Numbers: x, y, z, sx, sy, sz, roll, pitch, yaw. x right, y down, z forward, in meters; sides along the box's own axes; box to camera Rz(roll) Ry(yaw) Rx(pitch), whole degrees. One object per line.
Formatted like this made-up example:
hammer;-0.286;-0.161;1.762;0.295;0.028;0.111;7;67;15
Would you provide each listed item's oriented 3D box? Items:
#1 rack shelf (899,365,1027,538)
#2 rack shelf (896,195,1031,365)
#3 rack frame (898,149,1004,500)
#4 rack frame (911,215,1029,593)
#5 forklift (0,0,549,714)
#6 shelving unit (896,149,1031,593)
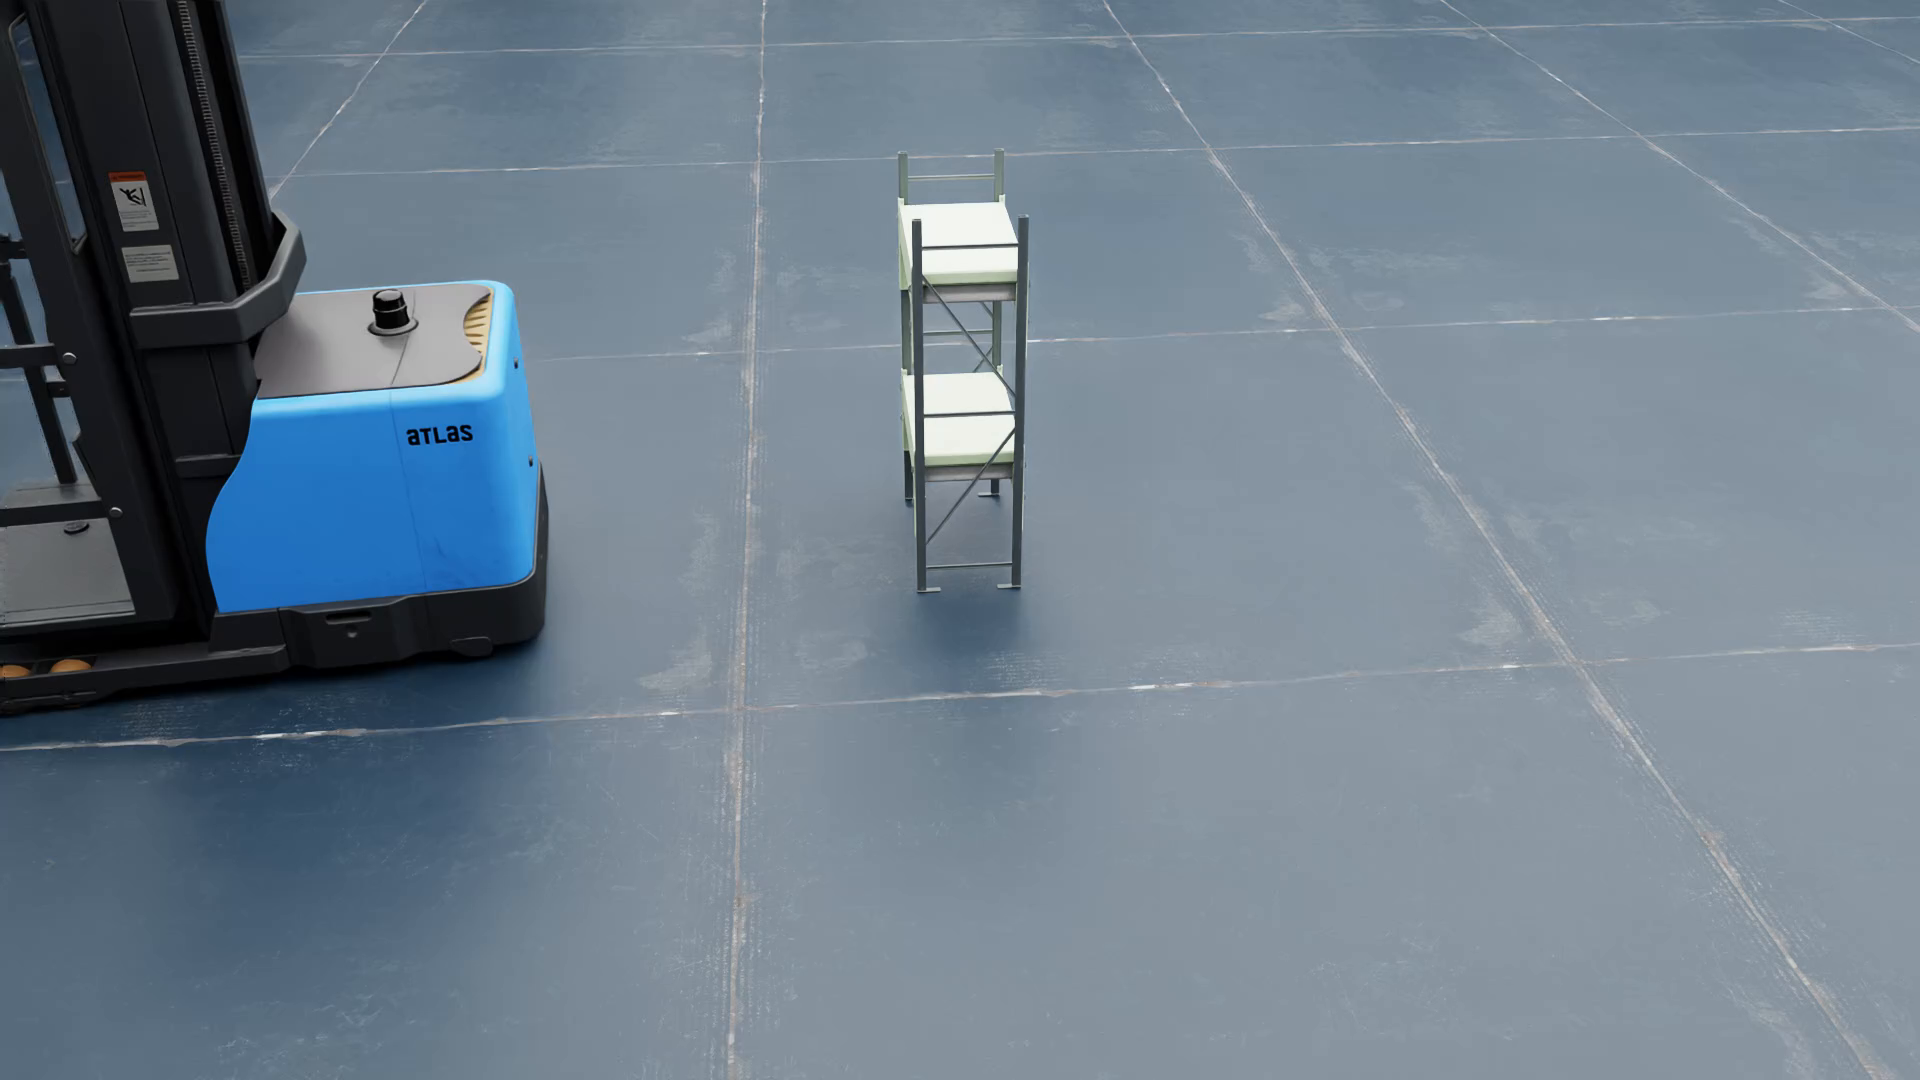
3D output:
rack shelf;0.001;-0.361;6.527;0.431;0.370;0.720;-3;31;-5
rack shelf;0.001;-0.976;6.160;0.431;0.370;0.720;-3;31;-5
rack frame;-0.034;-0.827;6.673;0.400;1.500;0.023;-3;31;-5
rack frame;0.035;-0.454;6.047;0.400;1.500;0.023;-3;31;-5
forklift;-3.090;-0.952;5.486;3.031;2.935;1.130;-6;31;-9
shelving unit;0.001;-0.640;6.360;0.431;1.500;0.755;-3;31;-5
